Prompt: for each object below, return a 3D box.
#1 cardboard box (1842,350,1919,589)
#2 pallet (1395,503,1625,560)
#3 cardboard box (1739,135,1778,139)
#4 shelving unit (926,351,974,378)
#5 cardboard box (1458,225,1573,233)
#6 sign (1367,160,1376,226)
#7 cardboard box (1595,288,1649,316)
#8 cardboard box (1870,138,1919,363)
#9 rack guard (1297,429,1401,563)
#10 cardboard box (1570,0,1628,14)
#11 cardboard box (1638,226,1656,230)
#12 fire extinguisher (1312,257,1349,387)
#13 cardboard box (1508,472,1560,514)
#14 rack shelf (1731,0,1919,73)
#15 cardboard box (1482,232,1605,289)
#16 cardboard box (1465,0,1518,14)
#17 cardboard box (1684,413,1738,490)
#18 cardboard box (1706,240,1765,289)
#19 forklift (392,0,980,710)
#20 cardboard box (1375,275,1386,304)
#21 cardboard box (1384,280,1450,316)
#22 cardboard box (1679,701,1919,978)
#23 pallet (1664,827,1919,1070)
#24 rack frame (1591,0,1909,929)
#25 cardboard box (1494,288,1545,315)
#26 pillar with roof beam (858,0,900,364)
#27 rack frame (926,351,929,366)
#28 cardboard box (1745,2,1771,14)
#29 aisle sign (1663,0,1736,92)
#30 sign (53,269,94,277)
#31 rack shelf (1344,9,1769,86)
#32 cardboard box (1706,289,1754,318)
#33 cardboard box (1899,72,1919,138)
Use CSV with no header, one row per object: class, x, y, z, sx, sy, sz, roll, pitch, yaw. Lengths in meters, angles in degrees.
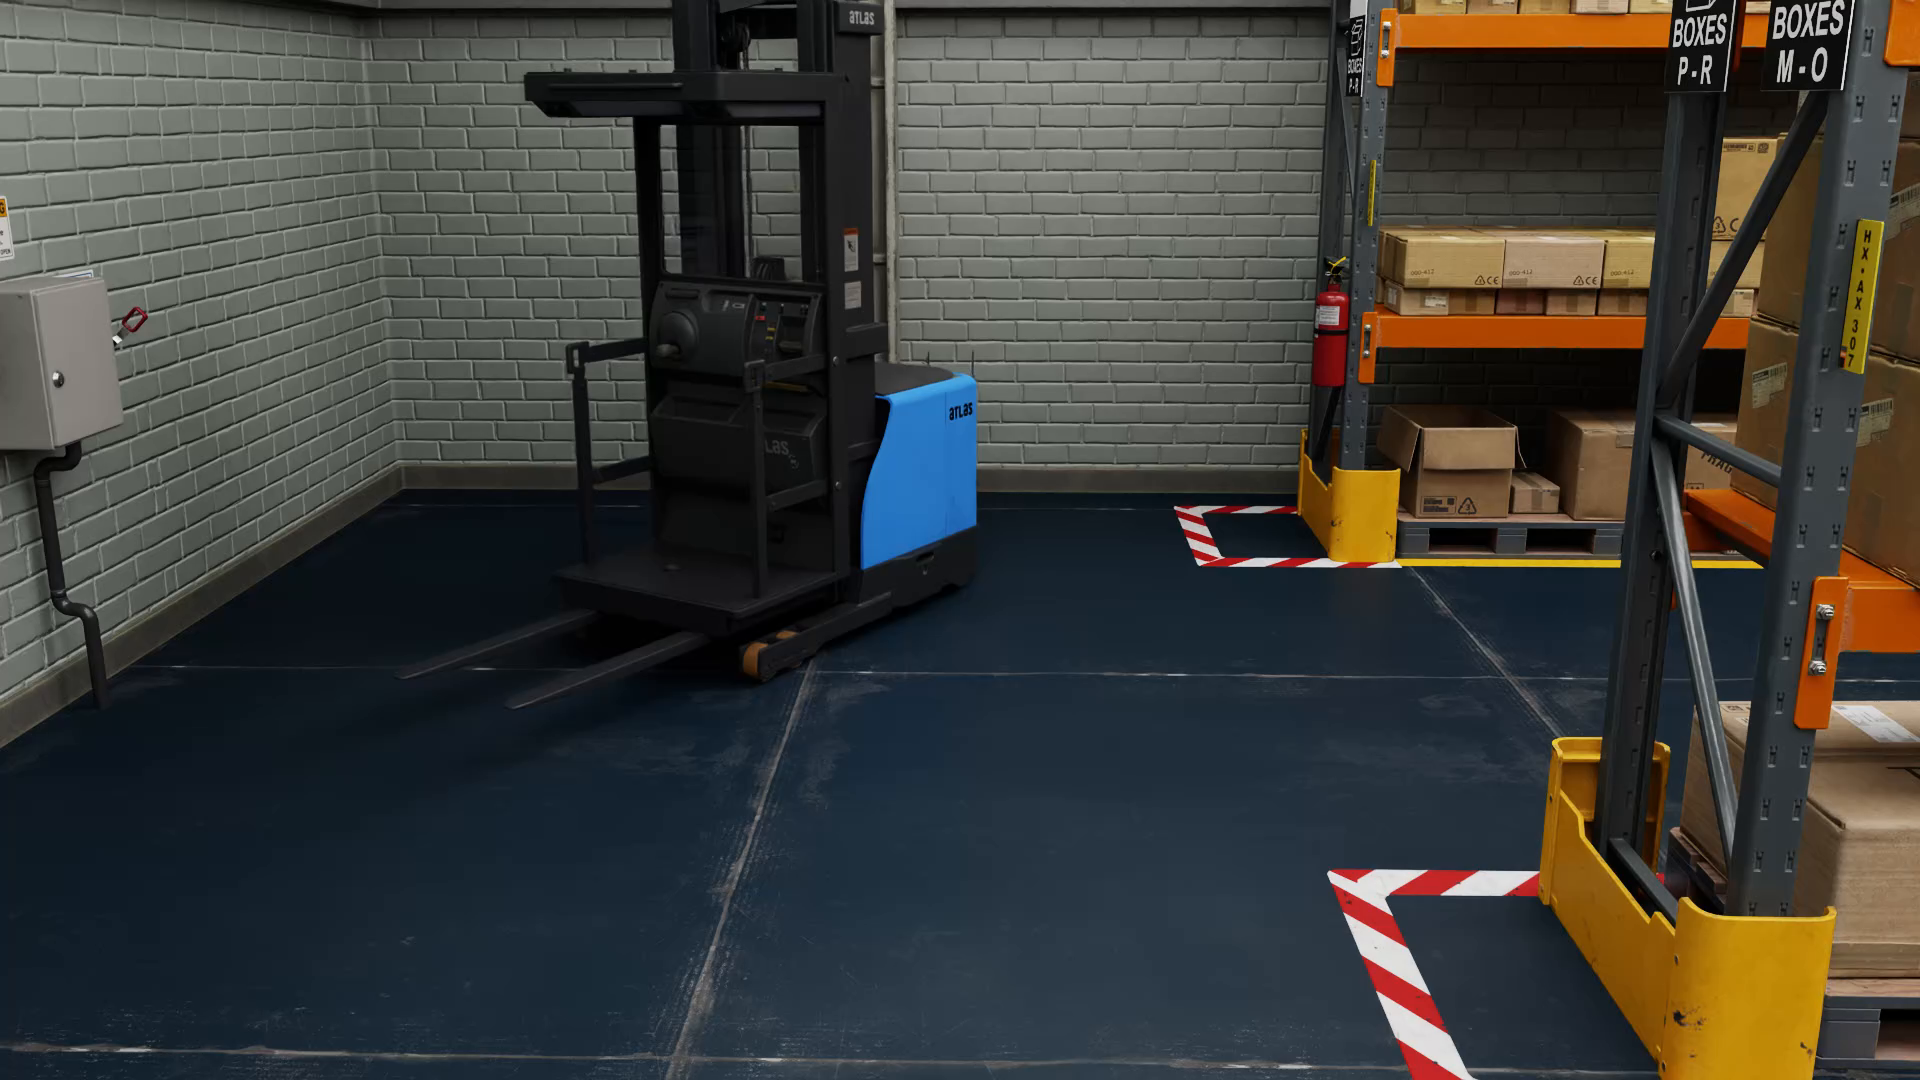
cardboard box,2.449,-0.185,3.965,0.500,0.500,0.500,0,15,1
pallet,2.972,-0.125,9.400,1.213,0.211,1.003,0,15,1
cardboard box,4.616,-1.964,9.145,0.500,0.500,0.500,0,15,0
shelving unit,-0.053,-0.508,9.207,0.252,1.050,0.215,0,15,1
cardboard box,3.081,-1.611,9.277,0.500,0.250,0.500,0,15,2
sign,2.085,-1.759,8.430,0.005,0.325,0.100,0,15,1
cardboard box,3.457,-1.285,8.823,0.250,0.149,0.380,1,15,2
cardboard box,2.449,-0.669,3.839,0.500,0.500,0.500,0,15,0
rack guard,2.175,-0.270,9.382,0.348,0.500,1.175,0,15,1
cardboard box,3.177,-2.717,8.372,0.250,0.149,0.380,1,15,3
cardboard box,4.099,-1.603,9.247,0.500,0.250,0.500,0,15,1
fire extinguisher,1.940,-1.144,8.679,0.183,0.674,0.296,0,15,1
cardboard box,3.132,-0.262,9.220,0.250,0.149,0.380,0,15,-1
rack shelf,3.975,-1.302,3.927,4.000,0.370,1.077,0,15,1
cardboard box,3.050,-1.475,8.762,0.500,0.250,0.500,1,15,2
cardboard box,2.675,-2.751,8.500,0.250,0.149,0.380,1,15,2
cardboard box,4.088,-0.401,9.055,0.500,0.500,0.500,1,15,2
cardboard box,4.068,-1.475,8.761,0.500,0.250,0.500,0,15,0
forklift,-1.115,-0.952,7.204,1.130,2.935,3.031,9,17,31
cardboard box,2.437,-1.424,9.348,0.250,0.149,0.380,0,15,1
cardboard box,2.421,-1.285,8.824,0.250,0.149,0.380,0,15,1
cardboard box,2.638,0.802,4.620,0.875,0.438,0.875,0,15,0
pallet,2.777,1.121,4.678,1.213,0.211,1.003,0,15,1
rack frame,1.976,-0.213,4.267,0.127,3.000,1.000,0,15,1
cardboard box,2.940,-1.302,8.889,0.250,0.149,0.380,0,15,1
pillar with roof beam,-0.683,-3.529,5.076,0.400,9.000,9.100,0,15,1
rack frame,-0.175,-0.509,9.210,0.008,1.050,0.200,0,15,1
cardboard box,3.942,-2.711,8.350,0.250,0.149,0.380,0,15,2
aisle sign,1.912,-1.549,4.237,0.004,0.787,0.394,0,15,1
sign,-3.656,-0.860,6.905,0.001,0.494,0.329,0,15,1
rack shelf,4.099,-2.568,8.725,4.000,0.370,1.077,0,15,1
cardboard box,3.971,-1.268,8.757,0.250,0.149,0.380,1,15,3
cardboard box,2.324,-0.985,3.767,0.250,0.149,0.380,1,15,3
